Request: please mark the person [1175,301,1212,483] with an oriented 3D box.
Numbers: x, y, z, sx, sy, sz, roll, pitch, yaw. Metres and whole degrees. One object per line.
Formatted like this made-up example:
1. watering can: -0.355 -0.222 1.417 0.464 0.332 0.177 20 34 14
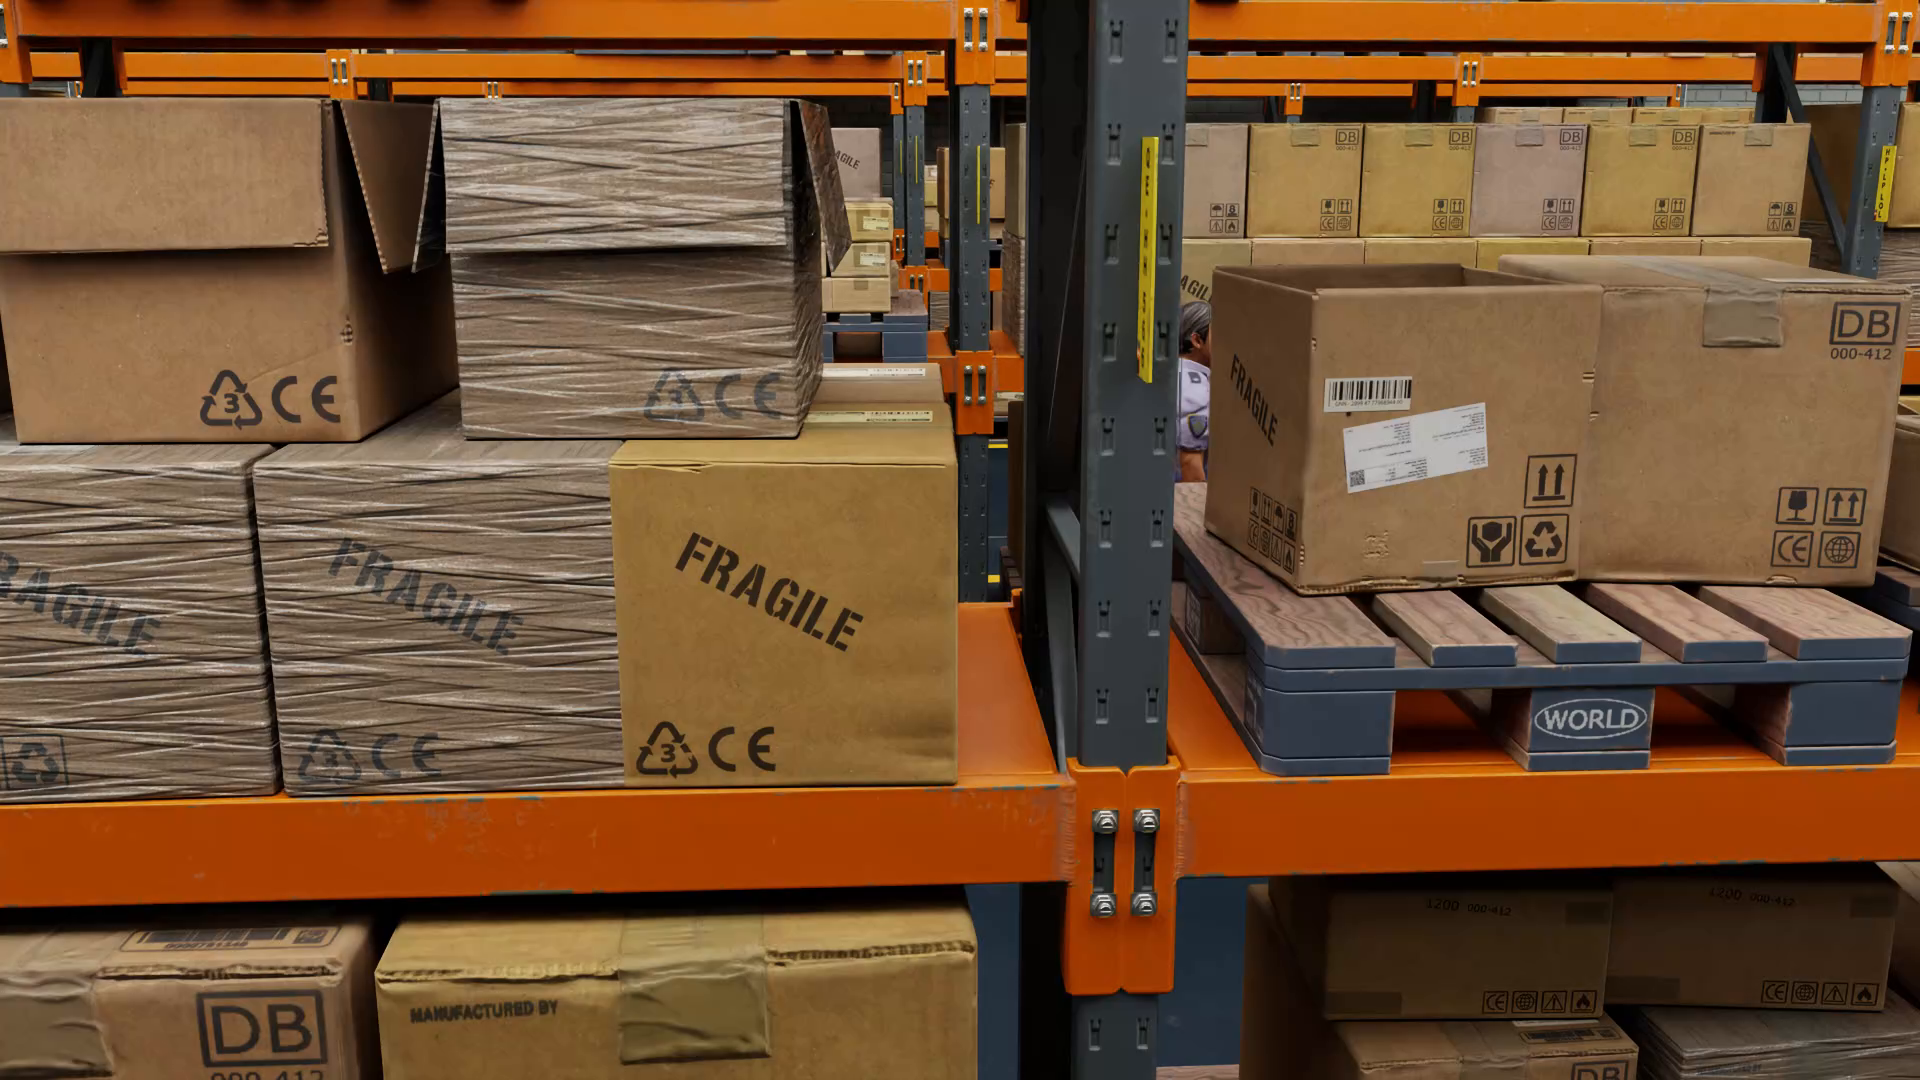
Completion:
1. person: 0.981 -0.067 6.307 0.485 1.671 0.528 -1 14 -5
